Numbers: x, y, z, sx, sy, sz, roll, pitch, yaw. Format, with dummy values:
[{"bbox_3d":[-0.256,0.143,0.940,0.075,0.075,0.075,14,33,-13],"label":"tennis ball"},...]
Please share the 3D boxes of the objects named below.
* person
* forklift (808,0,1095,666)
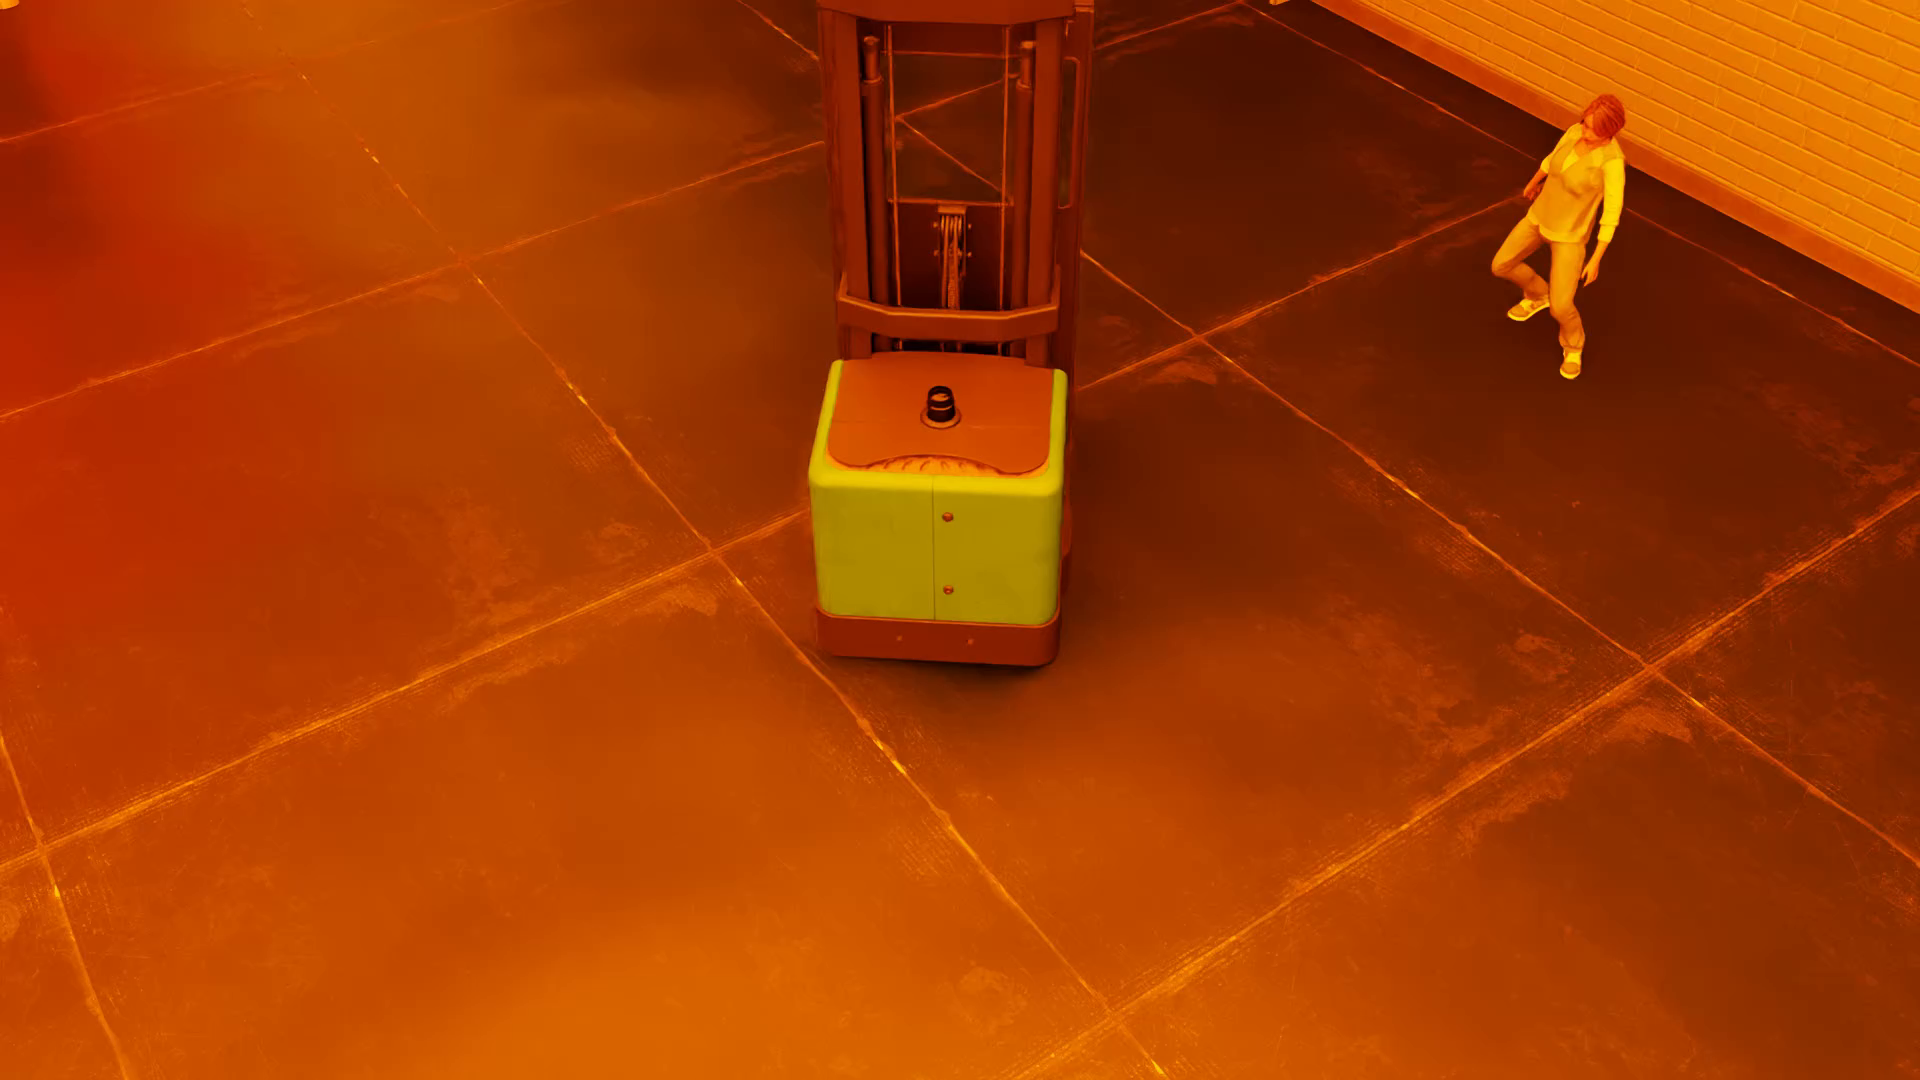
[{"bbox_3d":[3.093,-1.622,8.534,0.452,1.511,0.754,-14,44,-14],"label":"person"},{"bbox_3d":[0.001,-1.524,7.369,1.130,2.935,3.031,3,43,3],"label":"forklift"}]
